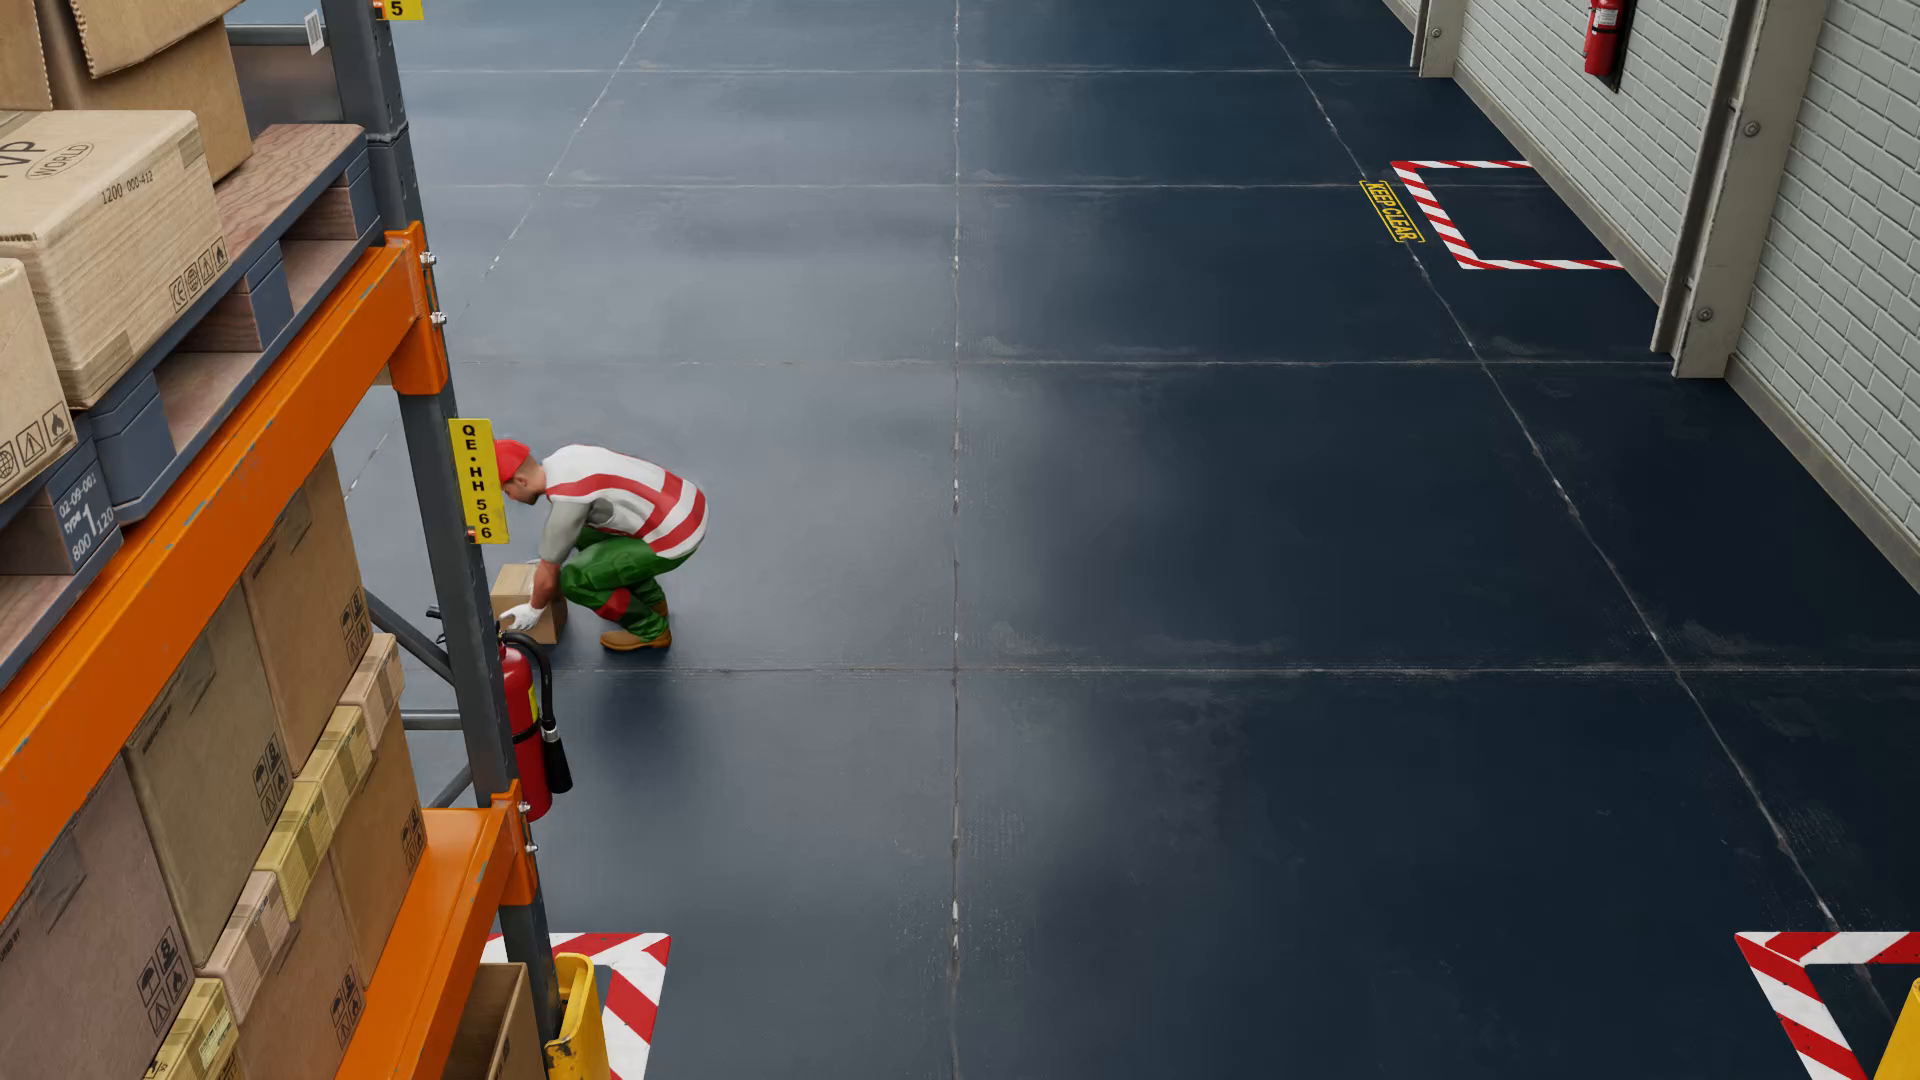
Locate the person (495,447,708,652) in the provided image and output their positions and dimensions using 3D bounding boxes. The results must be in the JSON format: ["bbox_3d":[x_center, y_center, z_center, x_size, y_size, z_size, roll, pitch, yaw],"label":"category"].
[{"bbox_3d":[-1.500,0.006,6.944,0.886,0.920,0.565,0,31,0],"label":"person"}]
